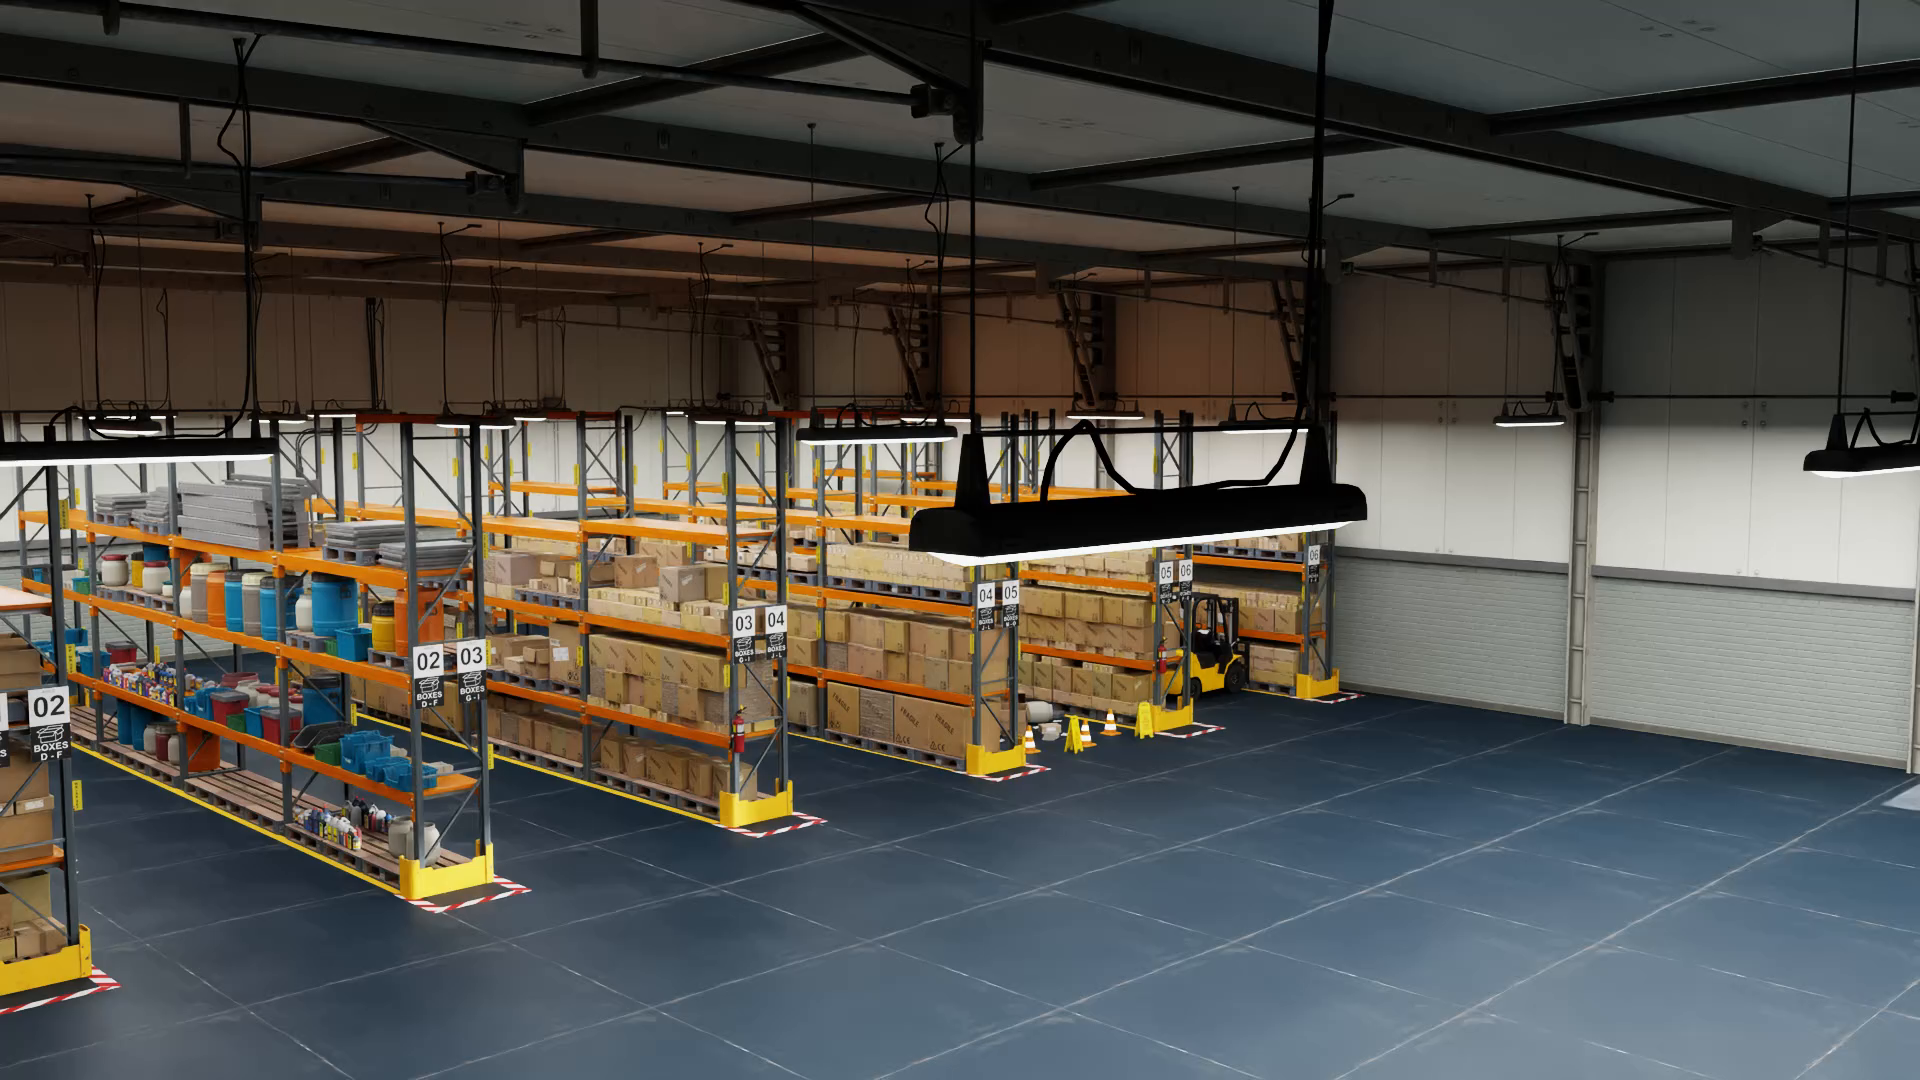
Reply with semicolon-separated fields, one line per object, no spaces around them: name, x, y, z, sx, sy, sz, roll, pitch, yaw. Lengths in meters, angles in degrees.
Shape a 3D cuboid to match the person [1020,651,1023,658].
person;1.302;2.077;38.785;0.401;1.789;0.604;1;5;14
